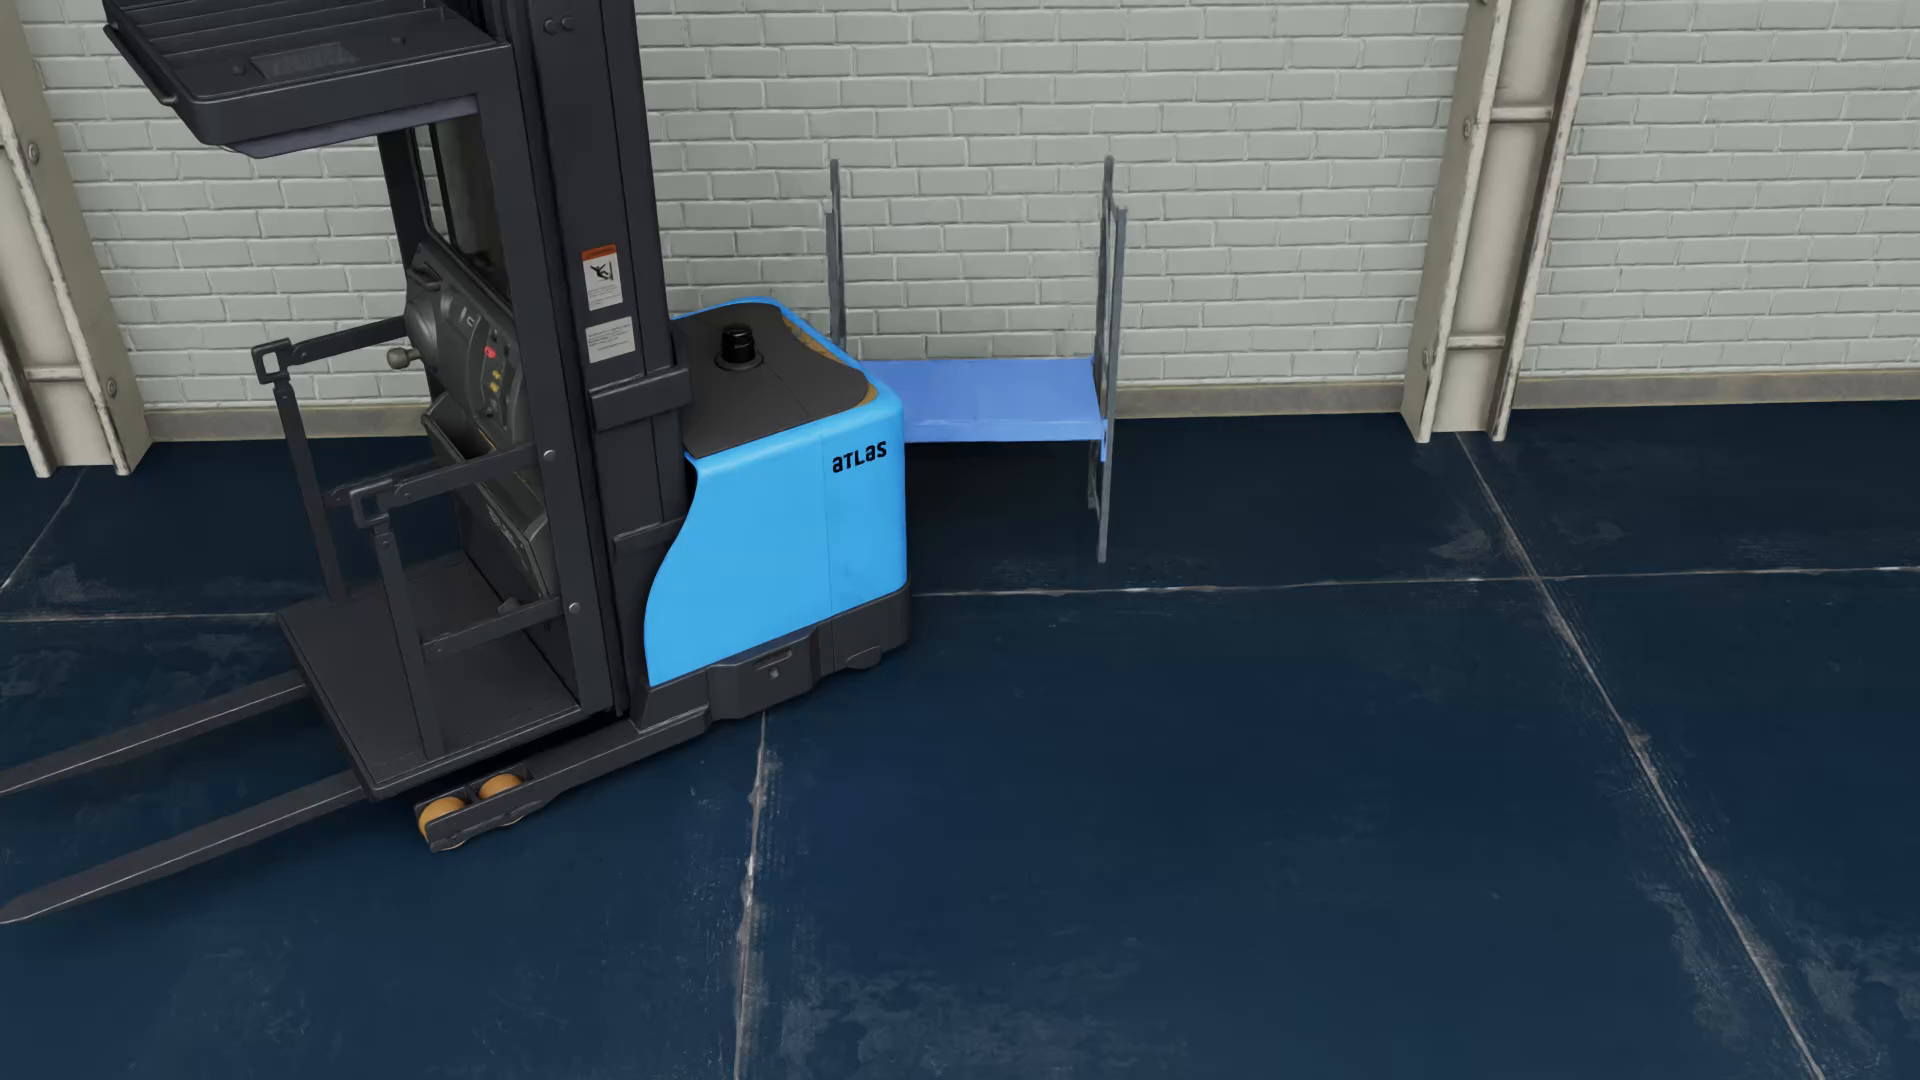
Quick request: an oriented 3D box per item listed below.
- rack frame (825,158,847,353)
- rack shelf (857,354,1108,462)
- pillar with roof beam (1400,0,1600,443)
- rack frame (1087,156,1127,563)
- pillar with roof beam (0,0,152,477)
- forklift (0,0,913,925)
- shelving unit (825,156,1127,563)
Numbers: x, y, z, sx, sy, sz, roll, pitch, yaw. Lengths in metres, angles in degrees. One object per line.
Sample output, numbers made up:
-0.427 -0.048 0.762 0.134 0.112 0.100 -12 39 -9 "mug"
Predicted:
-0.458 -0.654 6.377 0.032 1.500 0.500 -1 35 -1 "rack frame"
0.050 -0.514 6.490 1.000 0.185 0.538 -1 35 -1 "rack shelf"
2.421 -1.777 1.410 0.400 9.000 9.100 -2 35 -2 "pillar with roof beam"
0.558 -0.670 6.399 0.032 1.500 0.500 -1 35 -1 "rack frame"
-3.573 -1.615 1.177 0.400 9.000 9.100 -2 35 -2 "pillar with roof beam"
-1.683 -0.559 4.982 3.031 2.935 1.130 -21 40 -27 "forklift"
0.050 -0.662 6.388 1.048 1.500 0.538 -1 35 -1 "shelving unit"
